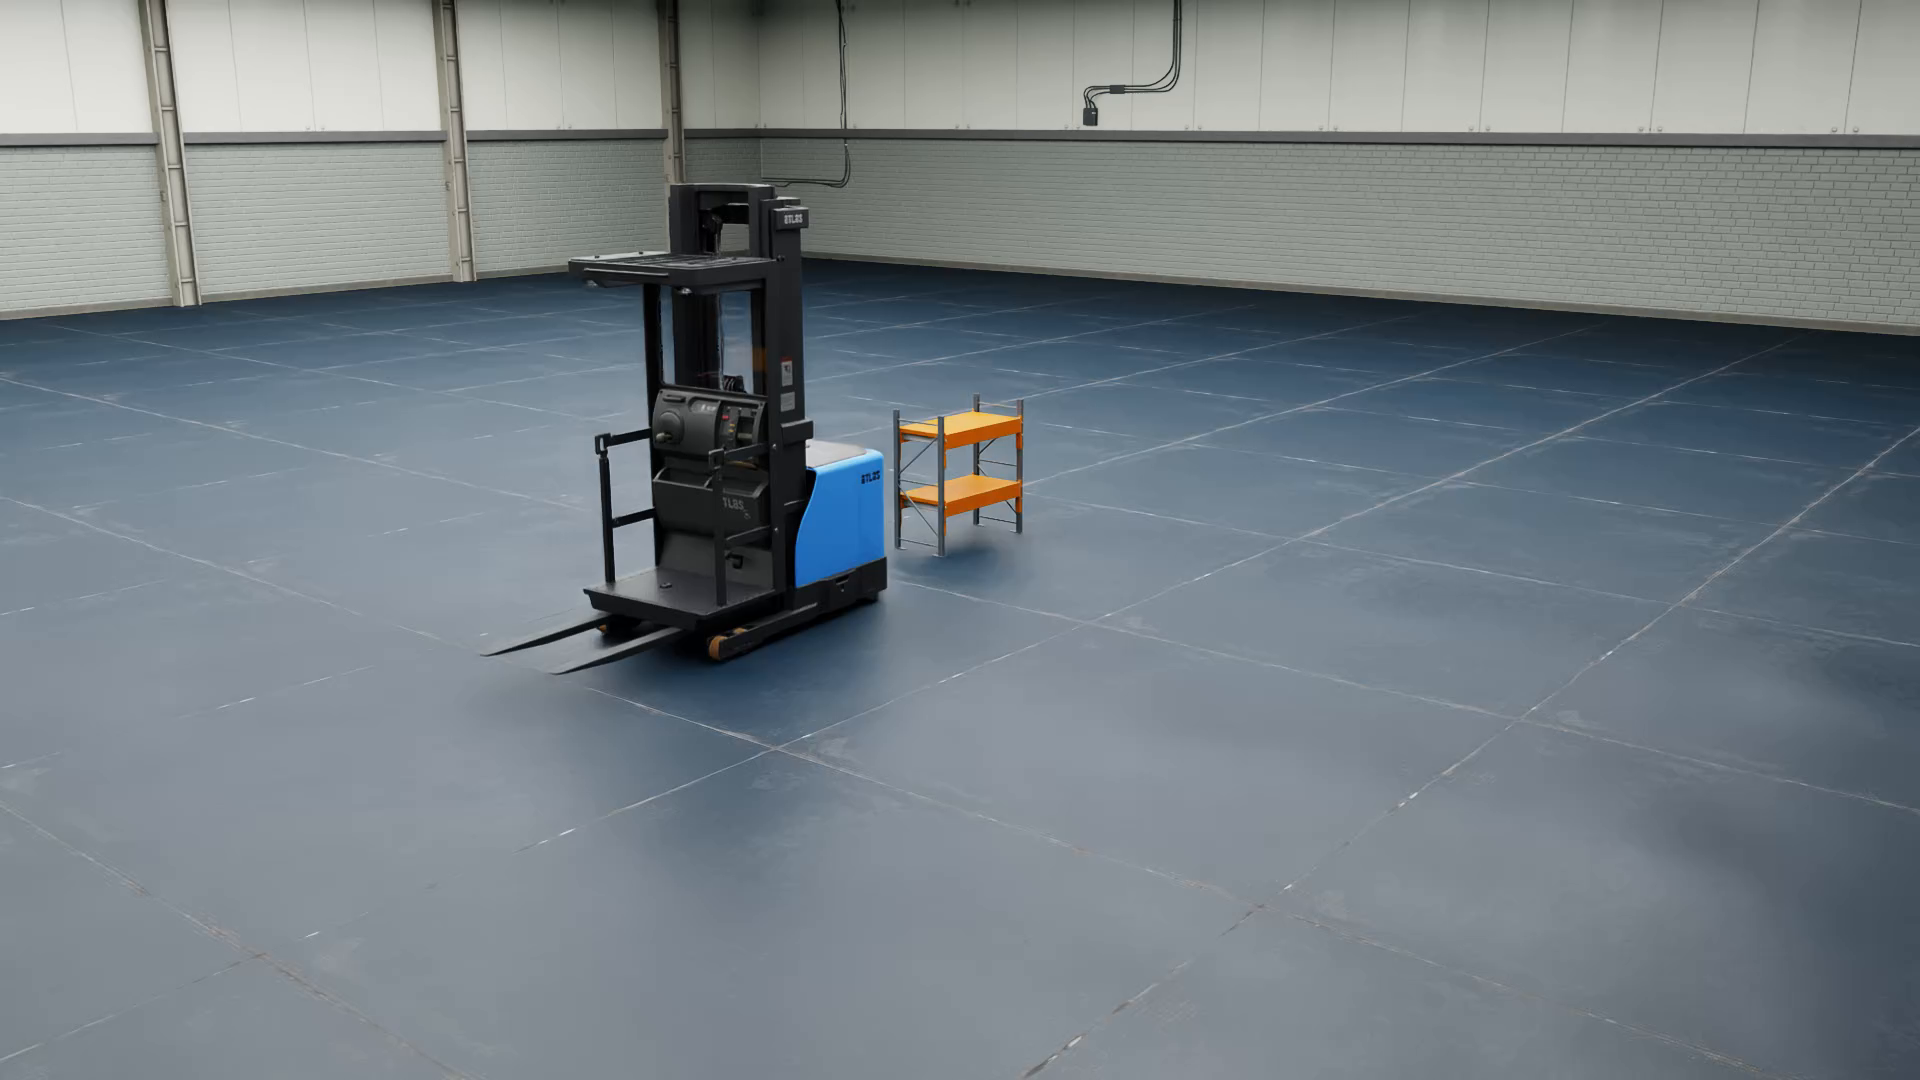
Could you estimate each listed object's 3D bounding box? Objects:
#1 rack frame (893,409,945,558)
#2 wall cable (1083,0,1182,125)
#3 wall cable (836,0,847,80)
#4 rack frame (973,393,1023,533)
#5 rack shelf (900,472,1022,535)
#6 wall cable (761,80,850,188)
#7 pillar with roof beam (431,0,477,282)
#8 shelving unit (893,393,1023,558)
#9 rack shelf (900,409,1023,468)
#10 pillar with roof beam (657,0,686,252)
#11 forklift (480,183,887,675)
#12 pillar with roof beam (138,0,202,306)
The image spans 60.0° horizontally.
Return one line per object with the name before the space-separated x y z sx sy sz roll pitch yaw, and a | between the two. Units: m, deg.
rack frame | -0.324 -0.447 13.096 0.500 1.125 0.032 11 18 38
wall cable | 3.526 -11.537 33.854 2.305 6.003 0.169 11 18 38
wall cable | -1.744 -11.885 38.180 3.097 2.526 0.112 11 18 38
rack frame | 0.315 -0.641 13.863 0.500 1.125 0.032 11 18 38
rack shelf | -0.004 -0.307 13.540 0.538 0.278 1.000 11 18 38
wall cable | -3.848 -9.856 40.450 3.097 2.526 0.112 11 18 38
pillar with roof beam | -7.151 -9.186 31.507 9.100 9.000 0.400 11 18 38
shelving unit | -0.004 -0.544 13.479 0.538 1.125 1.048 11 18 38
rack shelf | -0.004 -0.828 13.407 0.538 0.278 1.000 11 18 38
pillar with roof beam | -3.380 -10.335 36.030 9.100 9.000 0.400 11 18 38
forklift | -1.770 -0.780 10.740 1.130 2.935 3.031 10 17 33
pillar with roof beam | -10.922 -8.037 26.983 9.100 9.000 0.400 11 18 38
